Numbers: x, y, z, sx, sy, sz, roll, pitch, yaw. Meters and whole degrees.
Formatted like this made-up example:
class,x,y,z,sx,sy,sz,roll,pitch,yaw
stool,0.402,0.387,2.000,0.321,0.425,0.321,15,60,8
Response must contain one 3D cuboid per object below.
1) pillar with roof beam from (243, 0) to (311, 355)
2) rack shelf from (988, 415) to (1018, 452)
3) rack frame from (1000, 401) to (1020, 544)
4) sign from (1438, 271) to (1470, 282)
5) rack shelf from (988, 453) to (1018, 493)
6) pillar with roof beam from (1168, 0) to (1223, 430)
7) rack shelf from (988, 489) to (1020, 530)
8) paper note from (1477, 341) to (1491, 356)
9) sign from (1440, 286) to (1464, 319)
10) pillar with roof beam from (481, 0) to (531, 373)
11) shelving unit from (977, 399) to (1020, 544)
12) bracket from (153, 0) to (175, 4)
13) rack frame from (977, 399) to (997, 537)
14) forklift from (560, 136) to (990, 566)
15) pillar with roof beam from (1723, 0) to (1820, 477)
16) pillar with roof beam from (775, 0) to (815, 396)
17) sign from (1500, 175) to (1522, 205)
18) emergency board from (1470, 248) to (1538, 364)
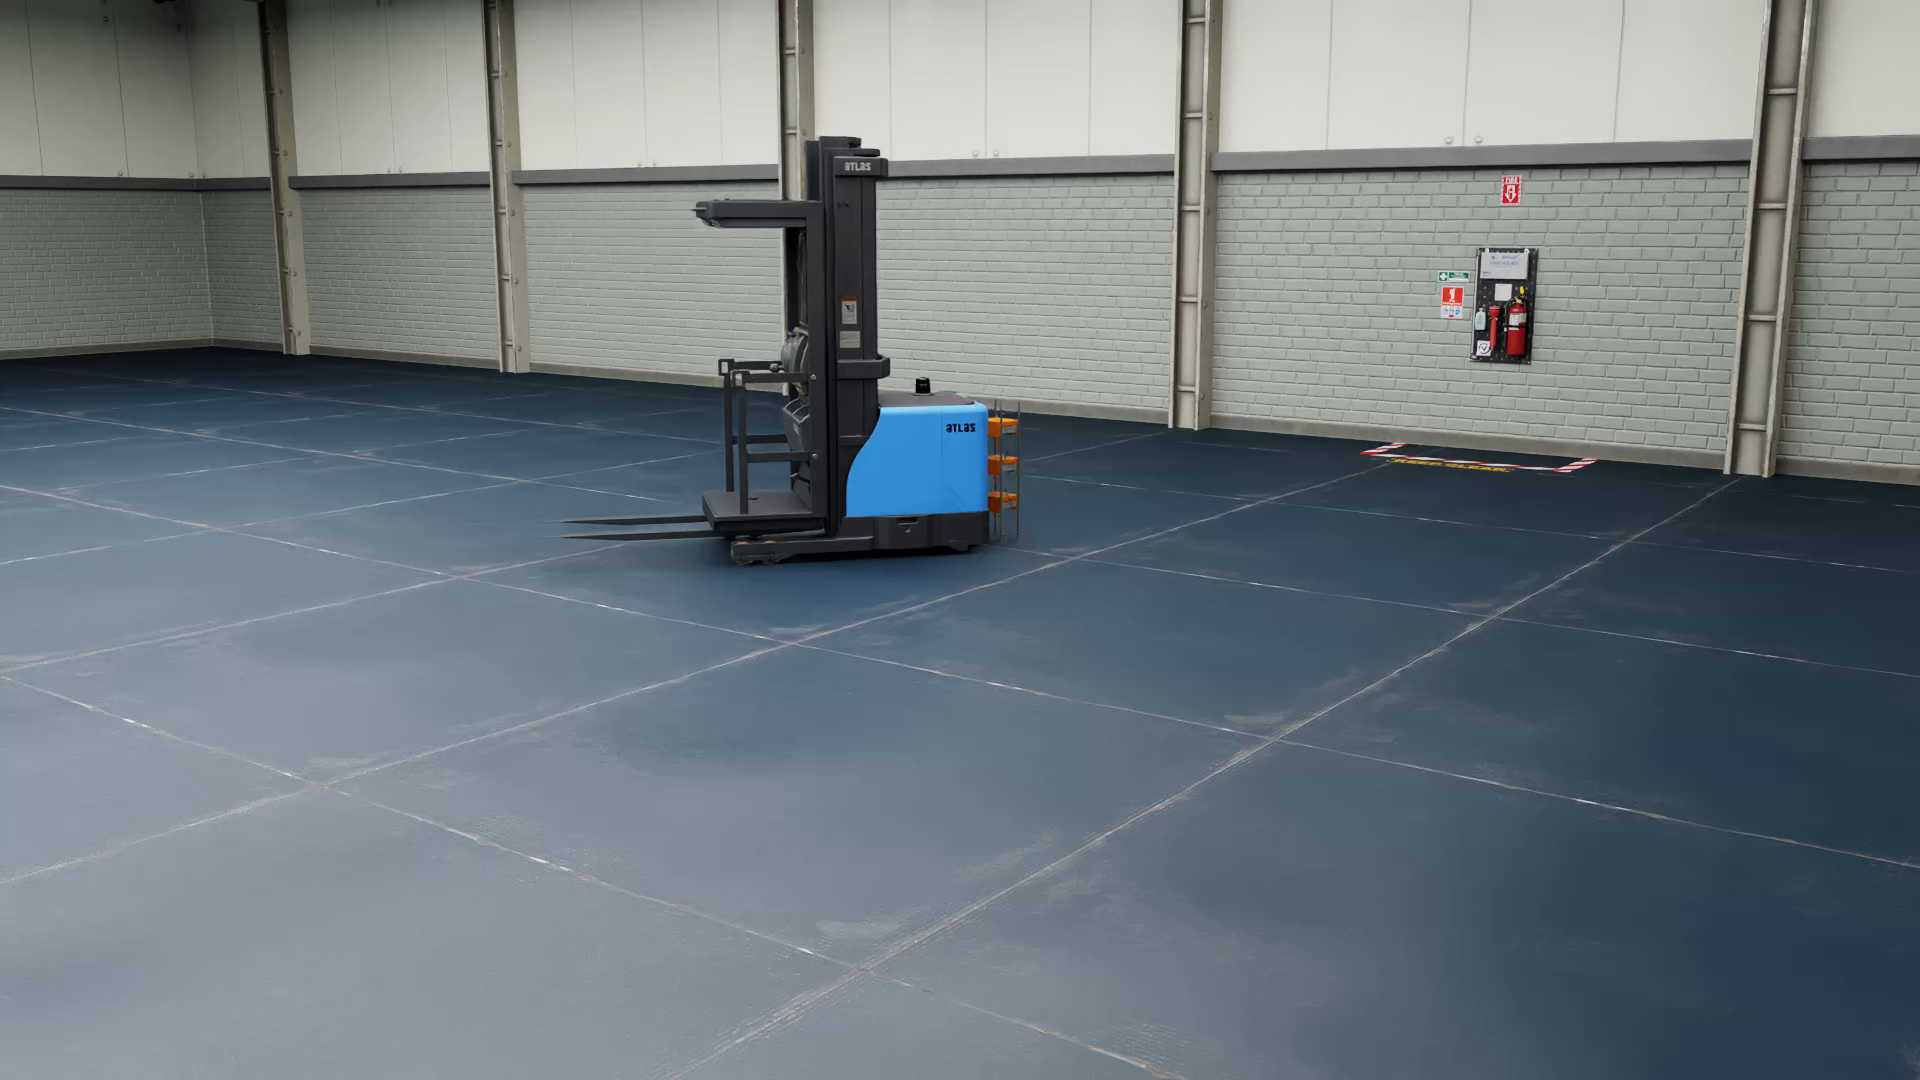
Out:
class,x,y,z,sx,sy,sz,roll,pitch,yaw
pillar with roof beam,-14.397,-7.088,25.478,0.548,9.000,9.100,8,13,36
rack shelf,0.287,-0.783,12.375,0.215,0.259,0.240,-10,15,-42
rack frame,0.371,-0.498,12.340,0.200,1.050,0.008,-10,15,-42
sign,5.140,-2.741,17.313,0.331,0.109,0.001,8,13,36
rack shelf,0.287,-0.505,12.429,0.215,0.259,0.240,-10,15,-42
pillar with roof beam,0.111,-5.065,15.017,0.400,9.000,9.100,8,13,36
rack shelf,0.287,-0.232,12.482,0.215,0.259,0.240,-10,15,-42
paper note,5.425,-1.985,17.214,0.142,0.148,0.016,8,13,36
sign,5.142,-2.483,17.373,0.234,0.329,0.001,8,13,36
pillar with roof beam,-9.561,-6.414,21.991,0.400,9.000,9.100,8,13,36
shelving unit,0.287,-0.515,12.427,0.215,1.050,0.252,-10,15,-42
bracket,-14.303,-9.773,29.880,0.430,0.232,0.235,8,13,36
rack frame,0.203,-0.532,12.514,0.200,1.050,0.008,-10,15,-42
forklift,-1.359,-1.371,11.898,3.031,2.935,1.130,-3,11,-13
pillar with roof beam,4.947,-4.390,11.530,0.400,9.000,9.100,8,13,36
pillar with roof beam,-4.725,-5.739,18.504,0.400,9.000,9.100,8,13,36
sign,5.579,-3.542,16.837,0.199,0.298,0.001,8,13,36
emergency board,5.526,-2.387,16.973,0.643,1.169,0.194,8,13,36
